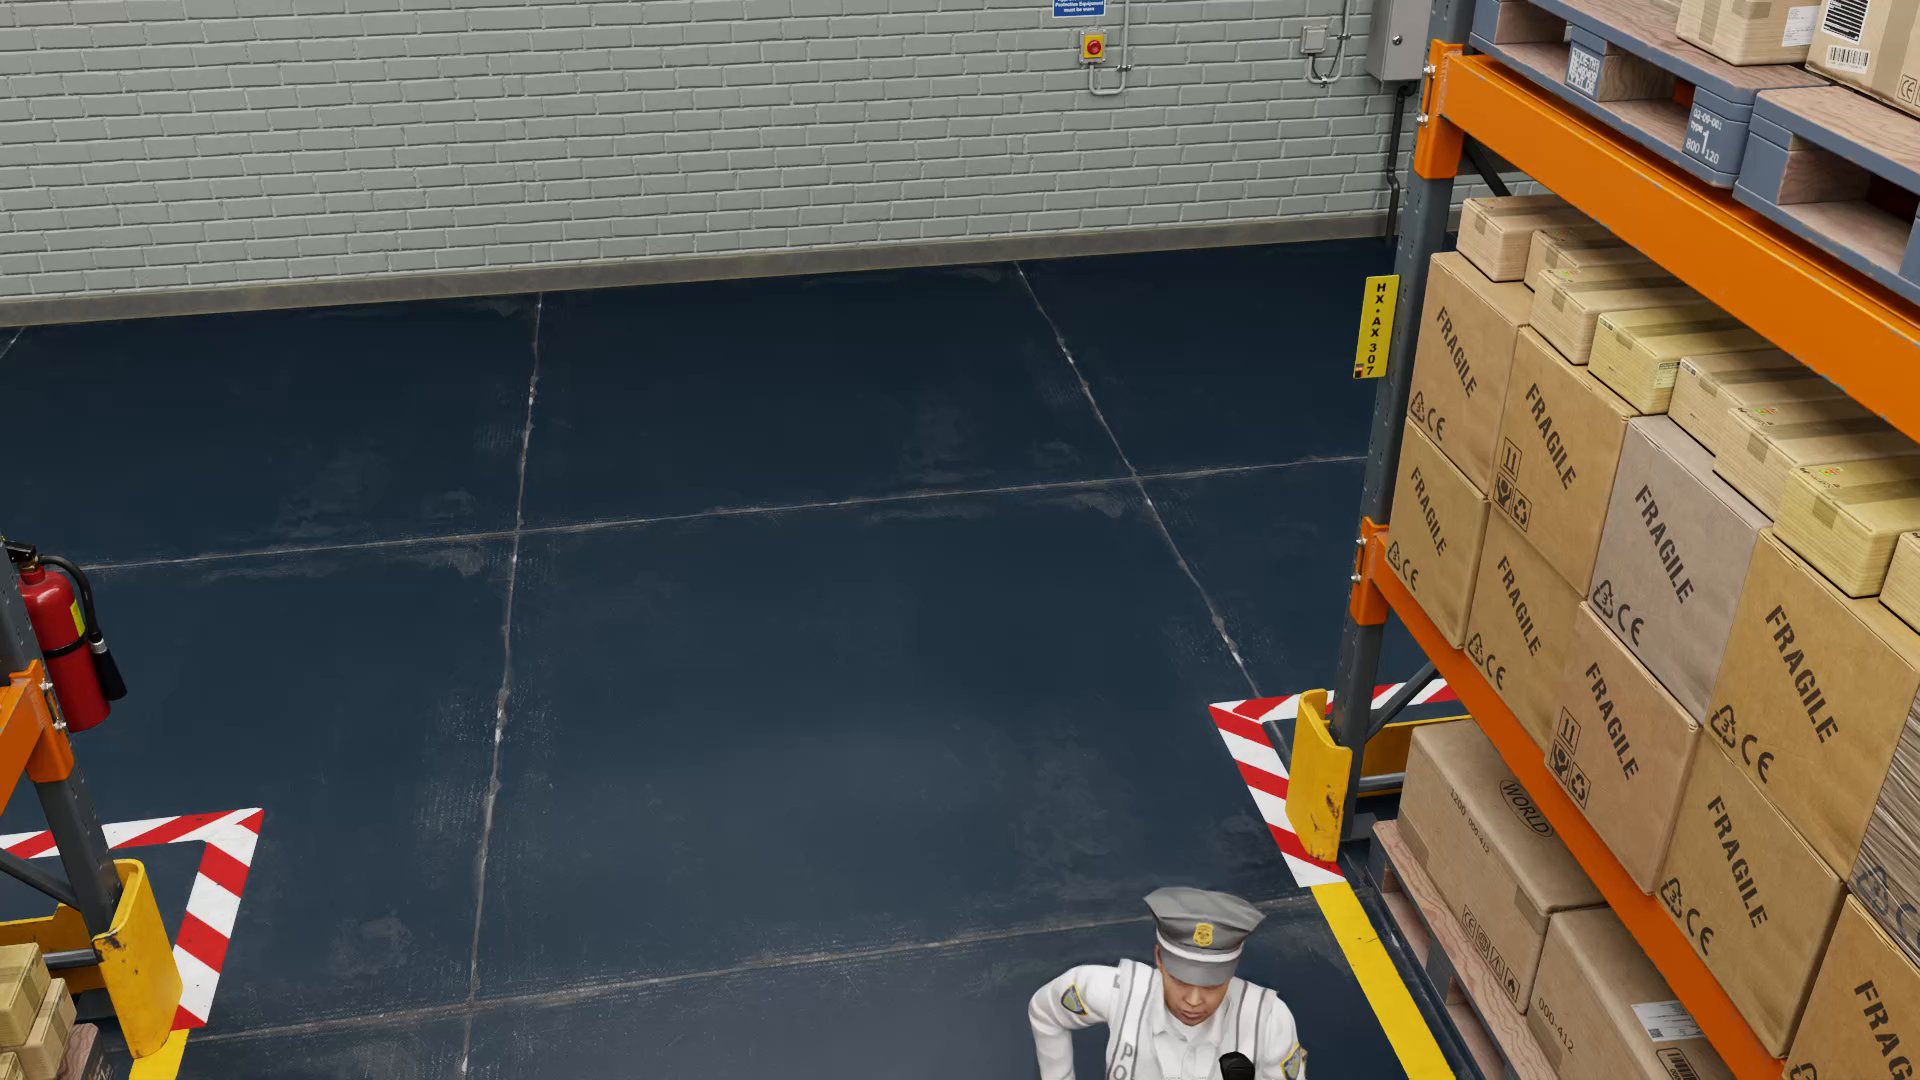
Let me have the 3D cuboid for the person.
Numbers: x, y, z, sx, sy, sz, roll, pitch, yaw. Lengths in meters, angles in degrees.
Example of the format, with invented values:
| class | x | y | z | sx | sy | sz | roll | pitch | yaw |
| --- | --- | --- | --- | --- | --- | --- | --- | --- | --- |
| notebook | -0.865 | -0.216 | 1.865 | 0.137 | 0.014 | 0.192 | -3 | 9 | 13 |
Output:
| class | x | y | z | sx | sy | sz | roll | pitch | yaw |
| --- | --- | --- | --- | --- | --- | --- | --- | --- | --- |
| person | 0.464 | 1.458 | 3.717 | 0.613 | 1.668 | 0.644 | 0 | 31 | 0 |
